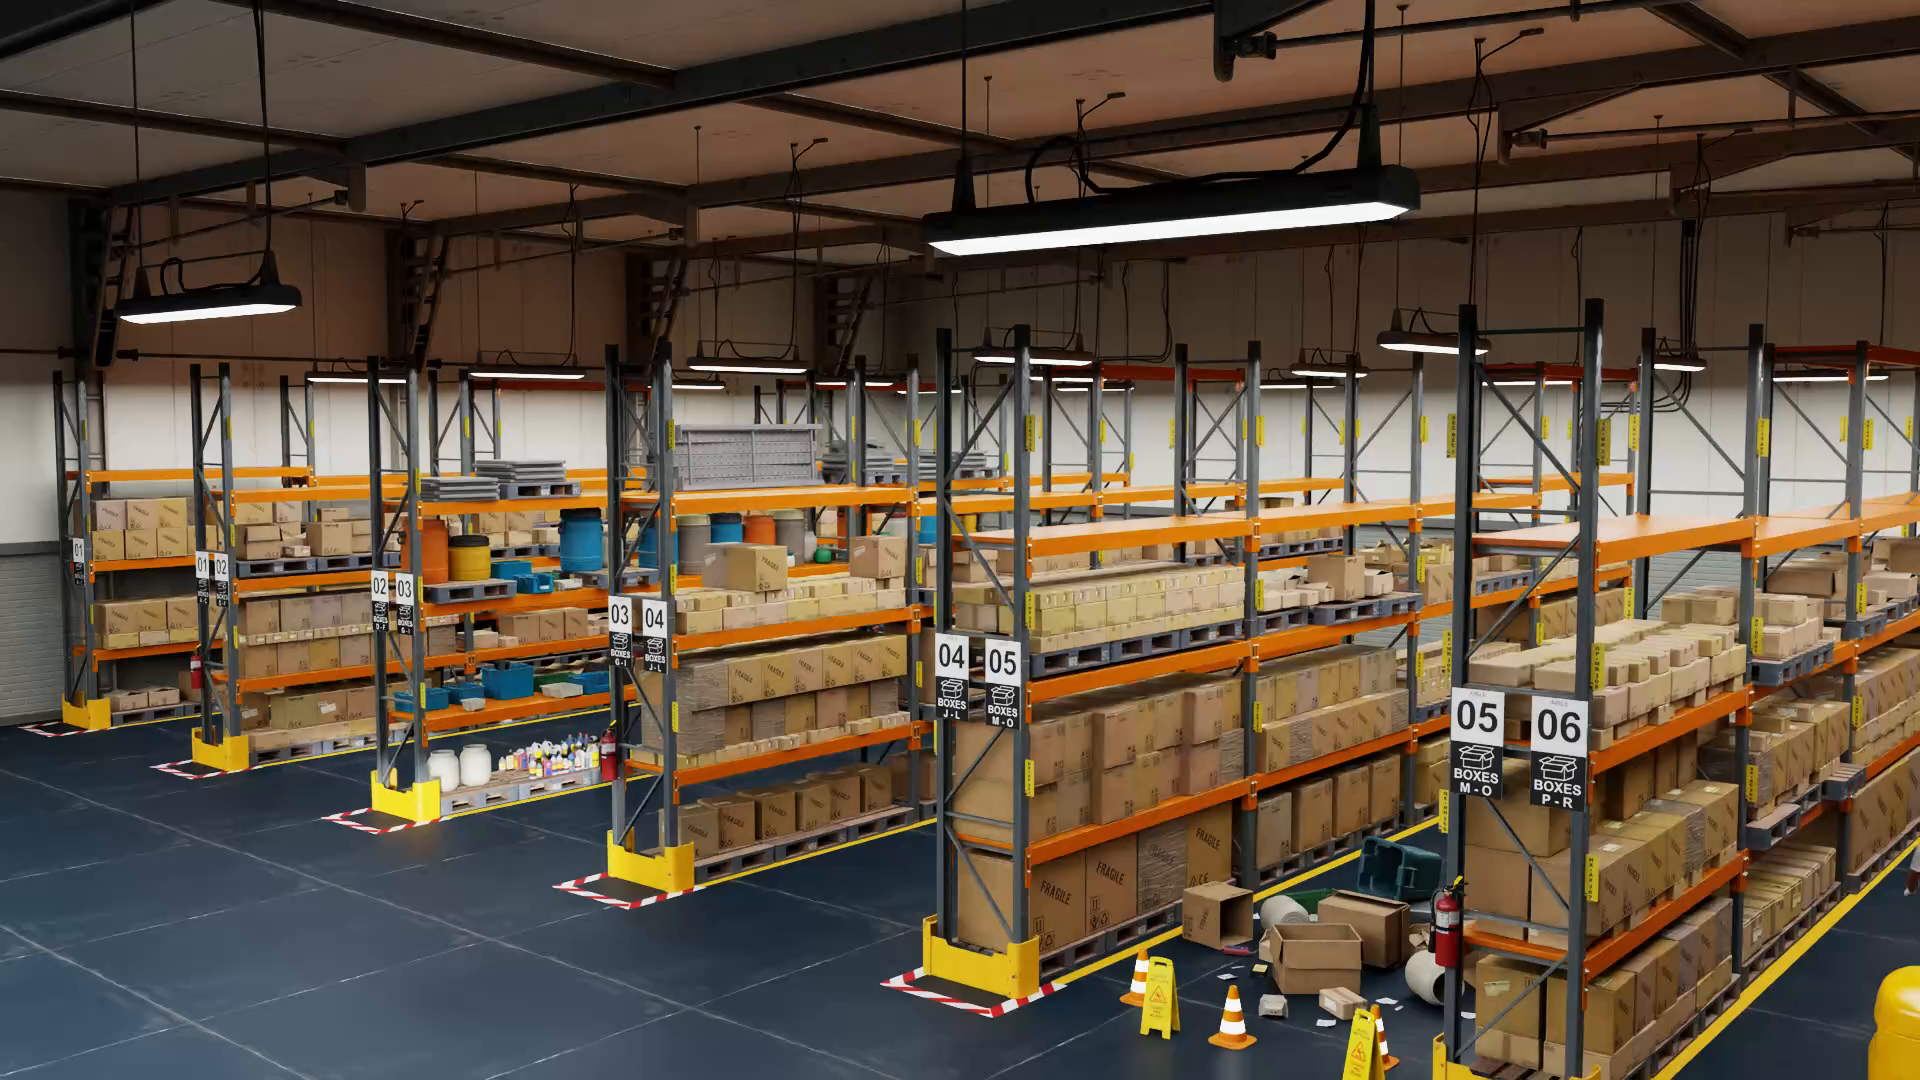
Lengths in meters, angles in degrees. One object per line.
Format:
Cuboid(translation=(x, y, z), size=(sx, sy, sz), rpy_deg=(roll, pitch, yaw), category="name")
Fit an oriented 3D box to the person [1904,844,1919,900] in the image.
Cuboid(translation=(8.700, 3.260, 14.647), size=(0.744, 1.802, 0.598), rpy_deg=(3, 5, 38), category="person")
